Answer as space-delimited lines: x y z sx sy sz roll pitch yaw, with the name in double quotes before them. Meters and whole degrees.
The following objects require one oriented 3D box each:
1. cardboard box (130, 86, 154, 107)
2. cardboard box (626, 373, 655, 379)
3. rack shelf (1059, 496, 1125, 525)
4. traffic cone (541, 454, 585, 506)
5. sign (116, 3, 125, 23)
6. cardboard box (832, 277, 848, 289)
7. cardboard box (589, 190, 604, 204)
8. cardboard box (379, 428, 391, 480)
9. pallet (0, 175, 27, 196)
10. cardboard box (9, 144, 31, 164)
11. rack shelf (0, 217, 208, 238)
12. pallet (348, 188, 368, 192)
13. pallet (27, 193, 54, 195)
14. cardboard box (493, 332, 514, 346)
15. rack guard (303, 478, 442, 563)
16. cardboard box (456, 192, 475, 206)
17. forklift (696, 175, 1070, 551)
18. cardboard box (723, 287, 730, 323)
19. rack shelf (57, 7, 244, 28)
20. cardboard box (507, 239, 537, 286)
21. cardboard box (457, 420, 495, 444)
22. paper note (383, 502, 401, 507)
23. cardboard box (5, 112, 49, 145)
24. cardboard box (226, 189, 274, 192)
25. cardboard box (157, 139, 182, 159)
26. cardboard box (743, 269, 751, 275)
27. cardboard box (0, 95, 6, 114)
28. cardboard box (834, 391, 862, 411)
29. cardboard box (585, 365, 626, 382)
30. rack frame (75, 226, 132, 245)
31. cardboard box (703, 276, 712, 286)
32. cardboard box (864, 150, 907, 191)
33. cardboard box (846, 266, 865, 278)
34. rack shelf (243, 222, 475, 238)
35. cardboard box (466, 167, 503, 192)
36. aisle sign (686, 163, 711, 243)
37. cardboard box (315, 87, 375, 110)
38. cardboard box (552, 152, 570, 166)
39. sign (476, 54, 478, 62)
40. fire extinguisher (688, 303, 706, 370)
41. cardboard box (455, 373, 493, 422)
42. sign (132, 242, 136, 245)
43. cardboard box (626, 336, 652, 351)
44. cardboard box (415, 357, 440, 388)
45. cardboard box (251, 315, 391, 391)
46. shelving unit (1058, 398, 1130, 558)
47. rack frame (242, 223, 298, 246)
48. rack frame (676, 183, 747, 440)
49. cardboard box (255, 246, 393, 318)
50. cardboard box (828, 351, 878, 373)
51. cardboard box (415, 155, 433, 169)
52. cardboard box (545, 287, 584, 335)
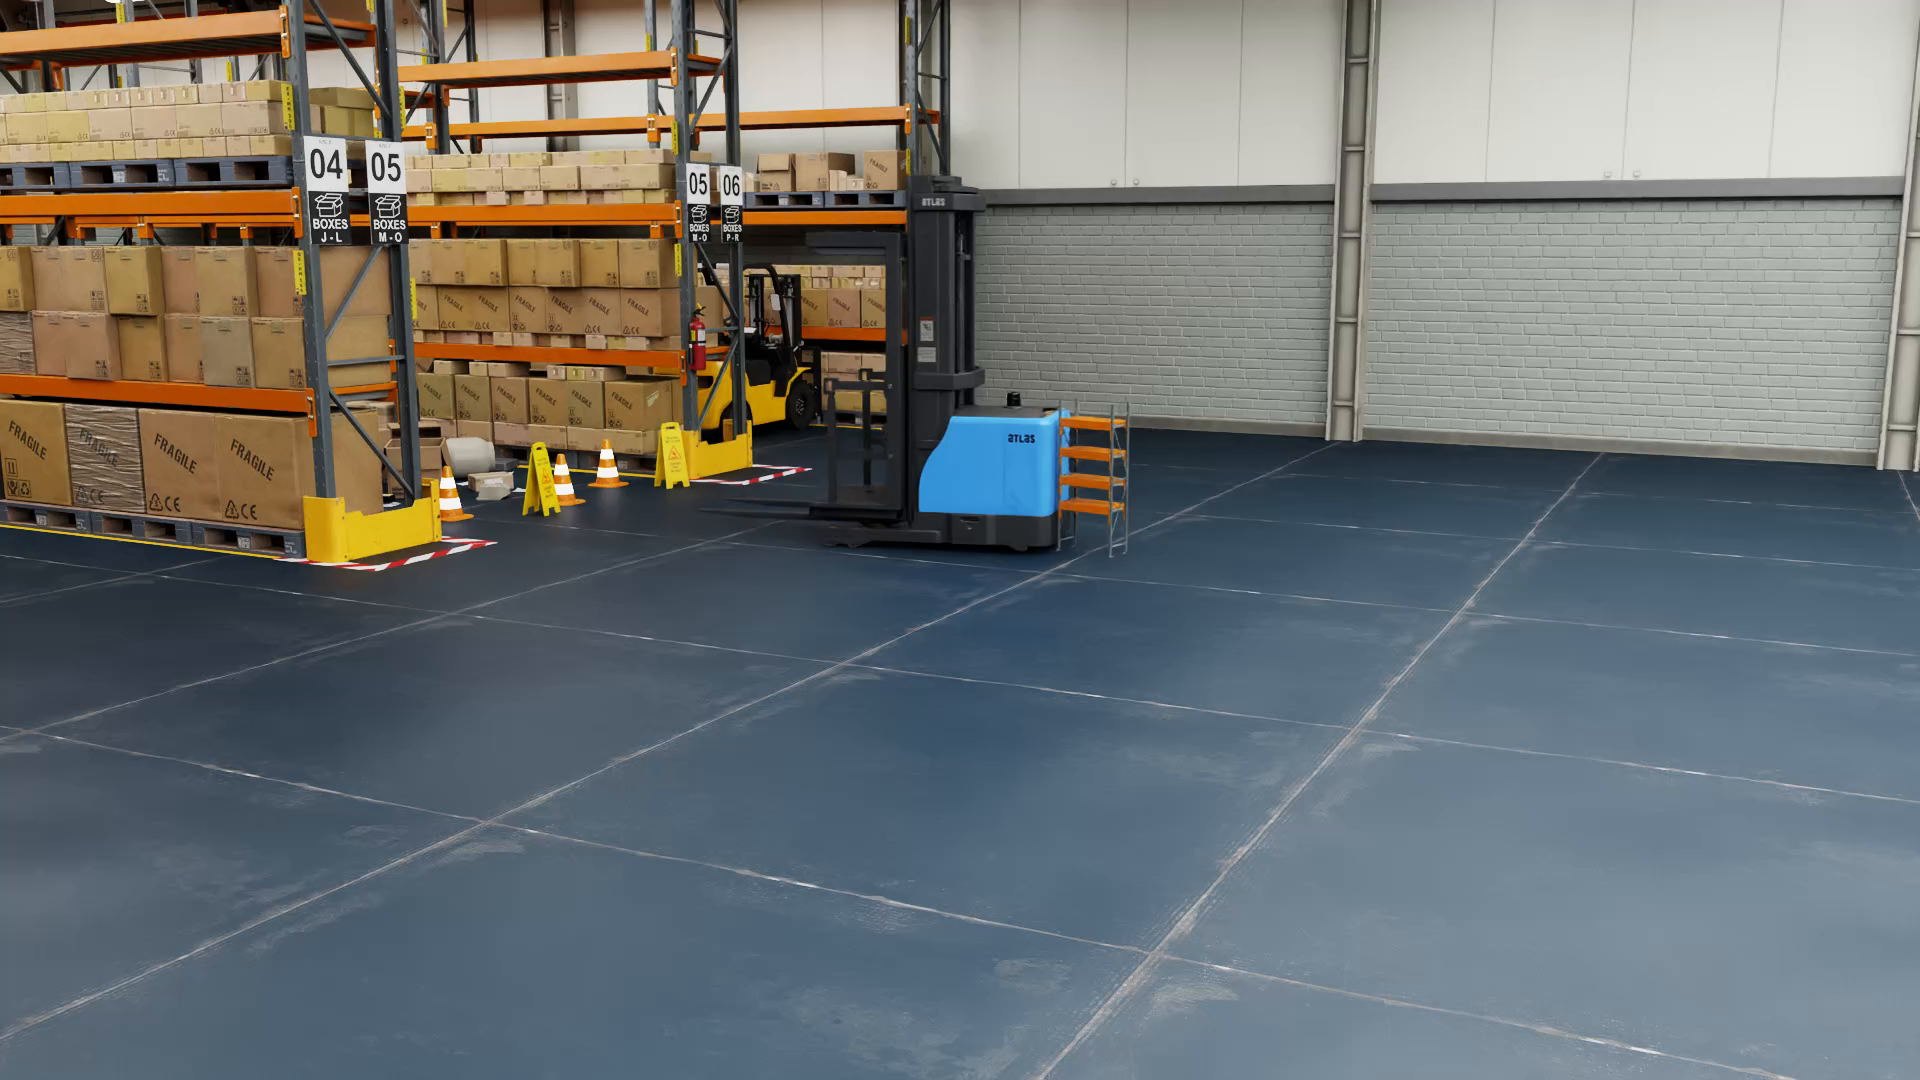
"cardboard box" -6.284 -3.475 13.094 0.250 0.149 0.380 5 11 25
"cardboard box" -3.685 -1.573 18.437 0.500 0.500 0.500 5 11 24
"rack shelf" 1.050 -0.235 13.154 0.480 0.148 0.258 8 13 38
"traffic cone" -3.734 -0.576 15.615 0.334 0.463 0.336 5 11 26
"sign" -10.008 -6.232 19.828 0.005 0.325 0.100 5 11 26
"cardboard box" -1.499 -3.412 22.056 0.250 0.149 0.380 5 11 25
"cardboard box" -3.694 -3.608 17.525 0.250 0.149 0.380 5 11 26
"cardboard box" -6.129 -0.846 16.608 0.503 0.637 0.797 5 11 26
"pallet" -9.122 -3.164 14.902 1.217 0.209 0.805 5 11 24
"cardboard box" -7.646 -3.203 13.826 0.250 0.149 0.380 5 11 26
"rack shelf" -11.560 -4.111 21.618 4.000 0.370 1.077 5 11 26
"pallet" -6.685 -3.965 19.321 1.003 0.211 1.213 5 11 26
"pallet" -11.371 -4.344 21.418 1.213 0.211 1.003 6 12 28
"cardboard box" -4.895 -2.214 18.246 0.250 0.149 0.380 5 11 26
"rack guard" -4.670 -0.170 13.268 0.348 0.500 1.175 5 11 26
"cardboard box" -5.320 -3.747 18.294 0.250 0.149 0.380 5 12 28
"forklift" -0.654 -1.468 13.610 3.031 2.935 1.130 2 11 13
"cardboard box" -3.229 -3.243 22.946 0.500 0.500 0.500 5 12 27
"rack shelf" -12.954 -8.330 27.179 4.000 0.370 1.077 5 11 26
"cardboard box" -4.486 -3.020 18.071 0.500 0.500 0.700 5 11 25
"cardboard box" -5.285 -1.240 18.699 0.500 0.250 0.500 6 12 29
"paper note" -5.309 -0.332 15.483 0.144 0.017 0.142 -10 14 -43
"cardboard box" -7.511 -3.399 13.792 0.500 0.250 0.500 5 11 25
"cardboard box" -8.385 -4.242 20.035 0.637 0.503 0.797 5 11 26
"cardboard box" -6.053 -3.063 13.053 0.250 0.149 0.380 5 11 25
"cardboard box" -2.894 -3.674 22.668 0.250 0.149 0.380 5 11 25
"cardboard box" -7.873 -3.615 13.866 0.250 0.149 0.380 5 11 25
"cardboard box" -1.402 -1.875 22.207 0.500 0.250 0.500 5 11 26
"cardboard box" -3.784 -1.782 17.770 0.250 0.149 0.380 5 12 27
"rack frame" -14.747 -4.255 28.816 0.127 3.000 1.000 5 11 26
"cardboard box" -3.338 -3.574 22.953 0.250 0.149 0.380 5 11 26
"cardboard box" -0.904 -4.771 21.505 0.500 0.500 0.500 5 12 28
"cardboard box" -1.295 -3.534 21.896 0.250 0.149 0.380 5 12 27
"rack shelf" -9.367 -4.904 26.000 4.000 0.370 1.077 5 11 26
"cardboard box" -4.995 -3.905 18.050 0.500 0.250 0.500 5 11 26
"aisle sign" -2.664 -3.429 16.953 0.004 0.787 0.394 5 11 26
"cardboard box" -4.850 -3.480 13.119 0.250 0.149 0.380 5 11 26
"cardboard box" -4.121 -4.042 17.685 0.250 0.149 0.380 5 11 24
"sign" -7.331 -7.203 25.192 0.005 0.325 0.100 5 11 26
"fire extinguisher" -2.693 -2.080 17.018 0.183 0.674 0.296 5 11 26
"cardboard box" -5.284 -1.609 18.632 0.500 0.500 0.500 6 12 28
"sign" -14.484 -5.067 29.165 0.005 0.325 0.100 5 11 26
"cardboard box" -3.298 -2.075 17.476 0.250 0.149 0.380 5 11 25
"cardboard box" -8.047 -2.600 25.512 0.500 0.500 0.500 5 12 27
"cardboard box" -5.044 -1.498 13.164 0.550 0.550 0.875 5 11 26
"shelving unit" 1.050 -0.497 13.107 0.503 1.200 0.258 8 13 38
"rack frame" -11.160 -3.939 27.074 0.127 3.000 1.000 5 11 26
"rack frame" -2.592 -2.201 17.467 0.127 3.000 1.000 5 11 26
"cardboard box" -5.007 -2.043 13.142 0.550 0.550 0.875 5 11 26
"cardboard box" -1.410 -2.365 22.110 0.500 0.250 0.500 5 12 27
"cardboard box" -5.795 -4.168 18.381 0.250 0.149 0.380 5 12 28
"cardboard box" -4.094 -2.475 17.868 0.500 0.500 0.500 5 11 26
